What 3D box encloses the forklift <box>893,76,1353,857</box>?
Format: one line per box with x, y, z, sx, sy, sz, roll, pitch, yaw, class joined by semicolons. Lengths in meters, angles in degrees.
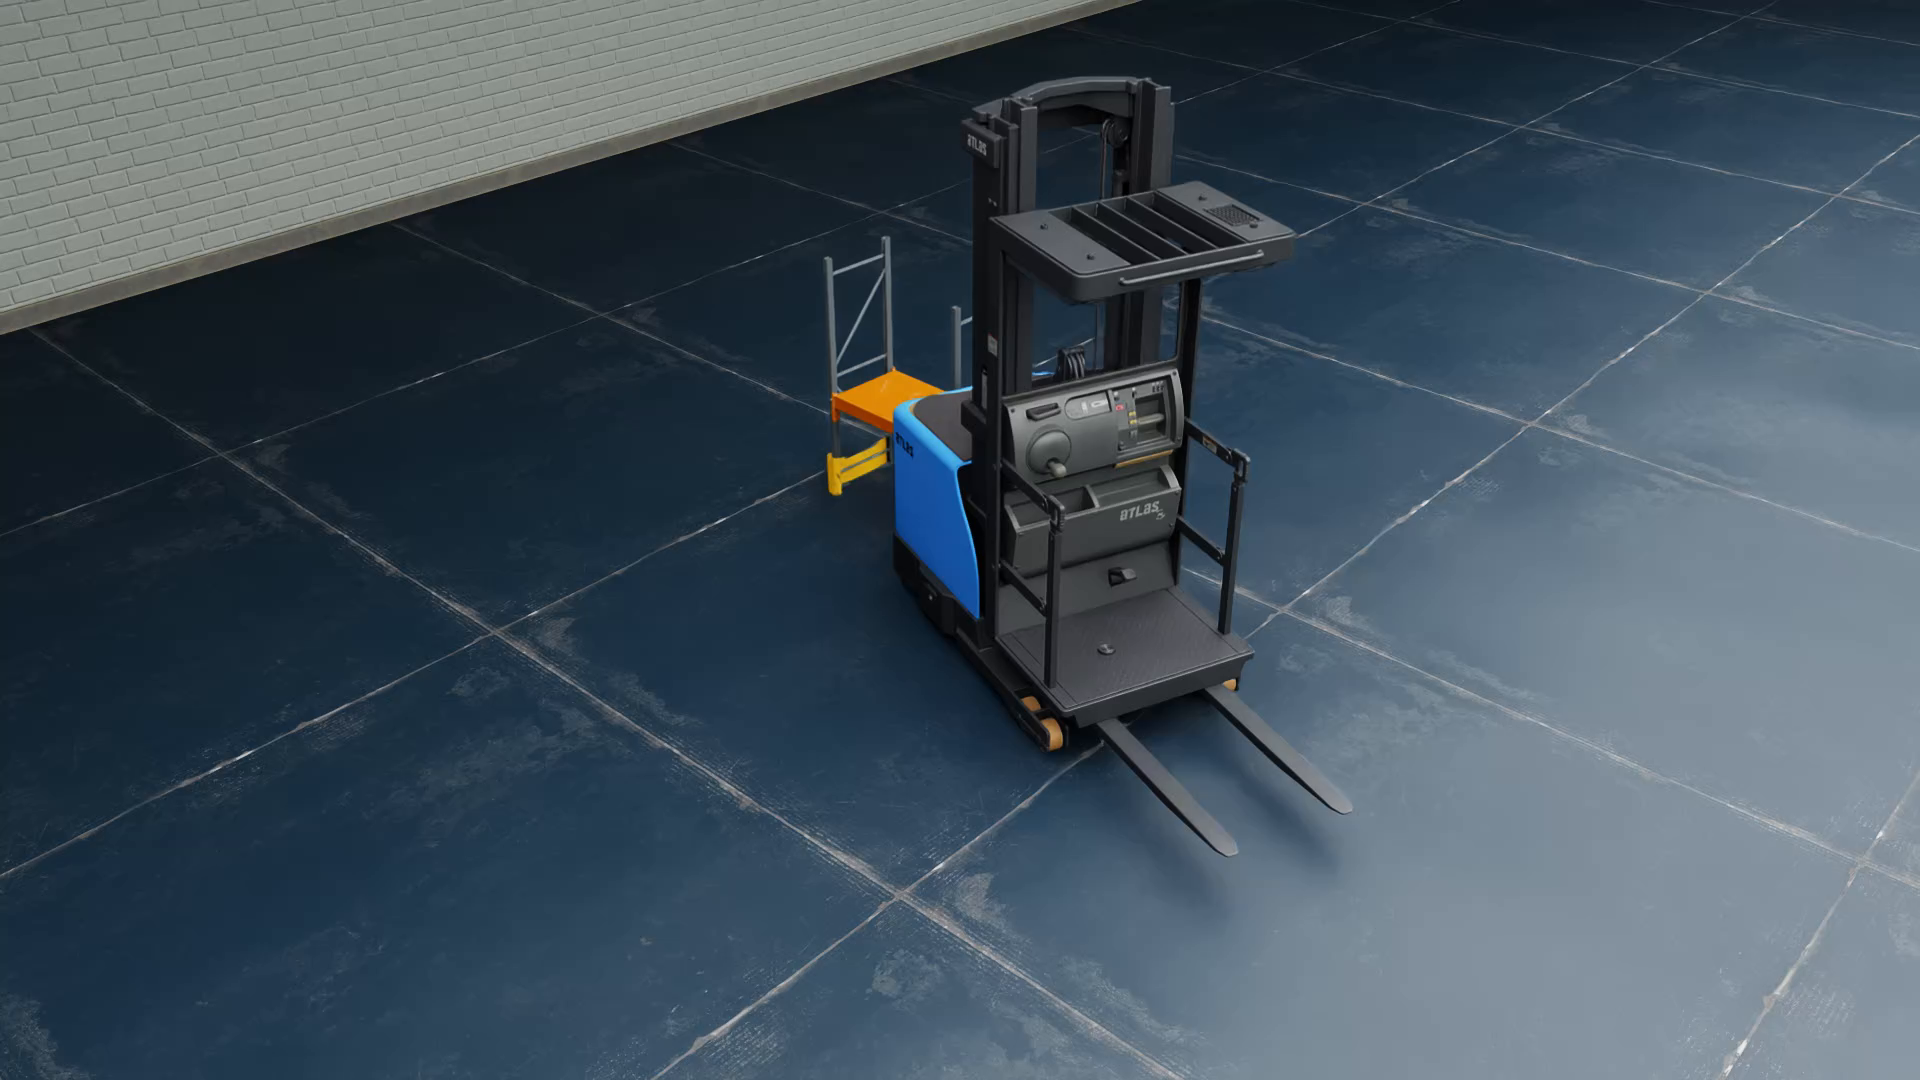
0.745;-0.498;7.680;1.130;2.935;3.031;-15;34;-23;forklift

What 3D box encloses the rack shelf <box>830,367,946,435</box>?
-0.228;-0.708;9.764;1.000;0.185;0.538;26;40;36;rack shelf

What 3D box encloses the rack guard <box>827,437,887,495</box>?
-0.580;-0.501;10.285;0.087;0.250;0.587;26;40;36;rack guard

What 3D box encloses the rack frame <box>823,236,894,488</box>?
-0.594;-1.044;9.974;0.032;1.500;0.500;26;40;36;rack frame

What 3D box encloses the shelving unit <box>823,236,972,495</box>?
-0.222;-0.858;9.666;1.083;1.500;0.587;26;40;36;shelving unit

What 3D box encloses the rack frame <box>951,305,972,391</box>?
0.138;-0.680;9.369;0.032;1.500;0.500;26;40;36;rack frame
